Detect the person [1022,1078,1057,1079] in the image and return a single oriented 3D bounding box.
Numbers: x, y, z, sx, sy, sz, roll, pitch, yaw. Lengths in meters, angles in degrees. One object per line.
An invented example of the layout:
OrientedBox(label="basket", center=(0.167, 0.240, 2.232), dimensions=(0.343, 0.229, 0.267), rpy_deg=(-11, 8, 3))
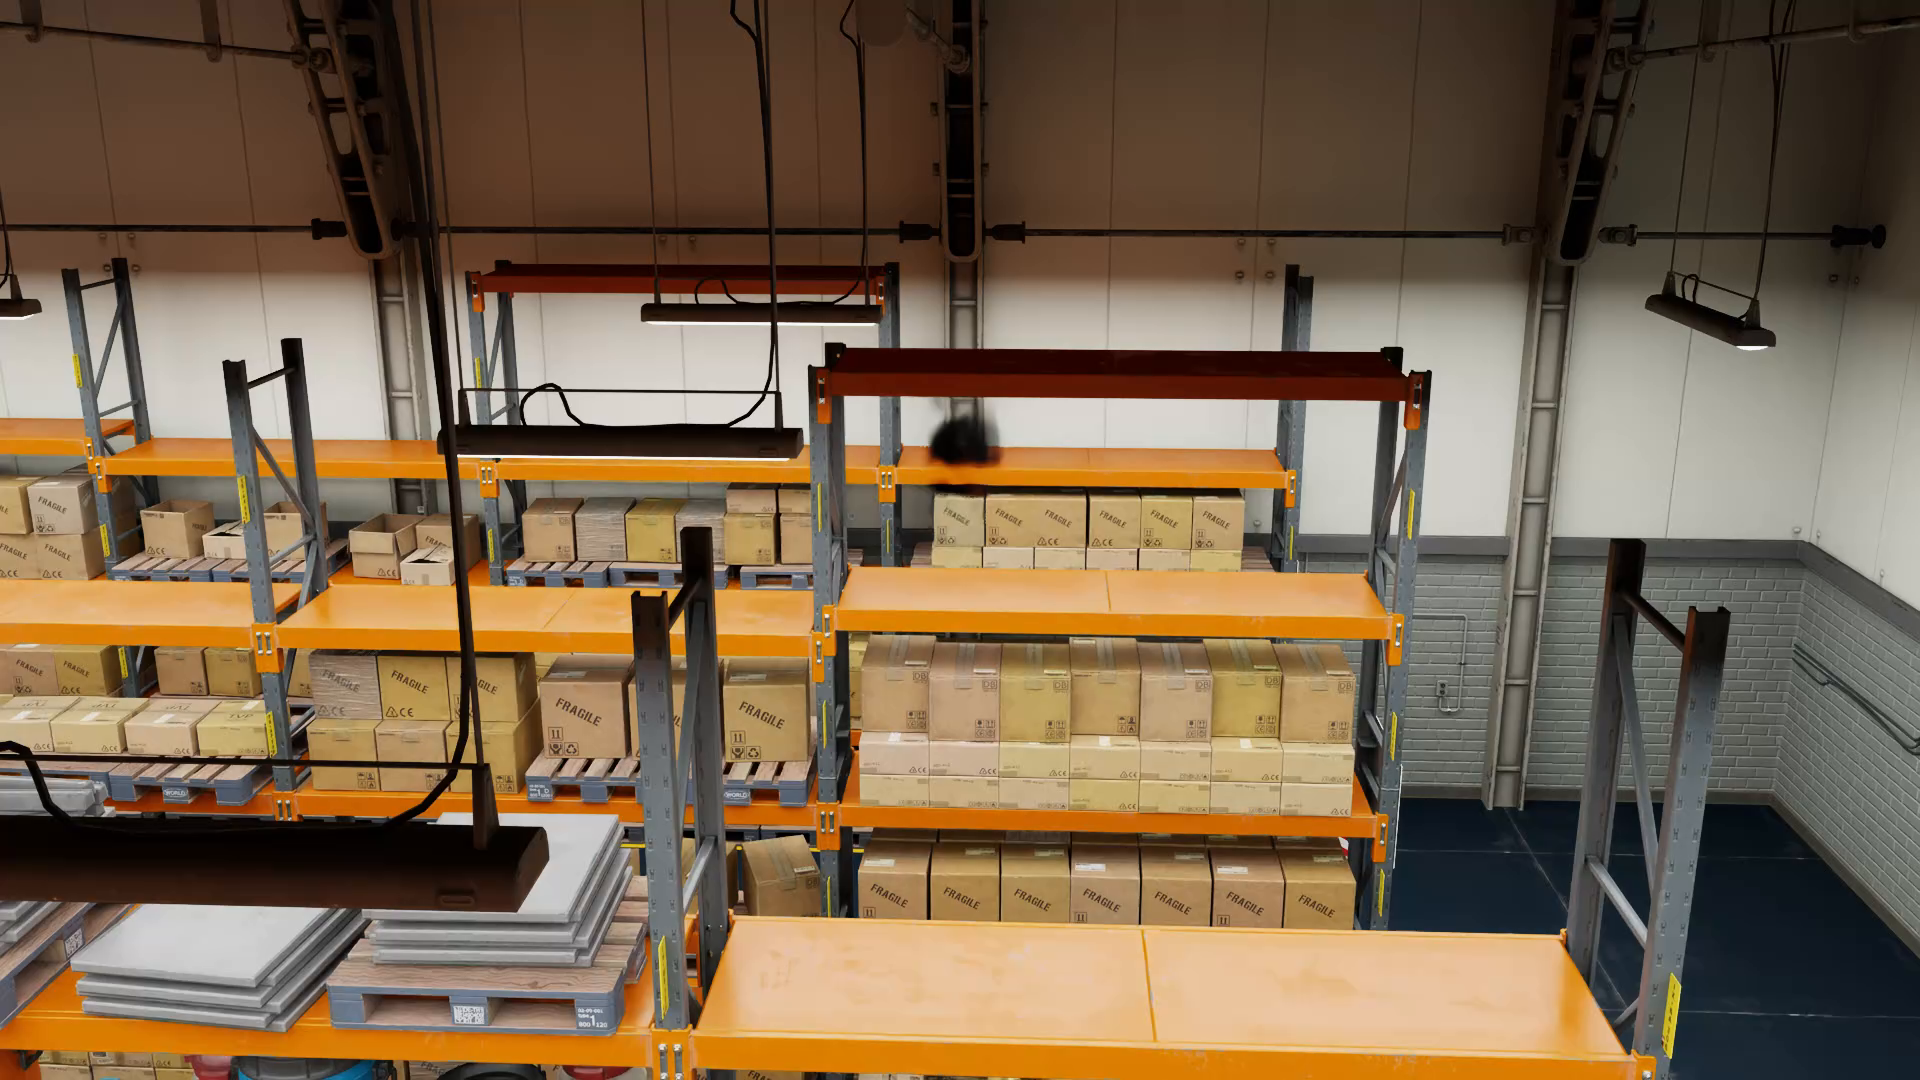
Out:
OrientedBox(label="person", center=(0.488, 4.176, 11.051), dimensions=(0.610, 1.744, 0.655), rpy_deg=(-1, 16, -5))
